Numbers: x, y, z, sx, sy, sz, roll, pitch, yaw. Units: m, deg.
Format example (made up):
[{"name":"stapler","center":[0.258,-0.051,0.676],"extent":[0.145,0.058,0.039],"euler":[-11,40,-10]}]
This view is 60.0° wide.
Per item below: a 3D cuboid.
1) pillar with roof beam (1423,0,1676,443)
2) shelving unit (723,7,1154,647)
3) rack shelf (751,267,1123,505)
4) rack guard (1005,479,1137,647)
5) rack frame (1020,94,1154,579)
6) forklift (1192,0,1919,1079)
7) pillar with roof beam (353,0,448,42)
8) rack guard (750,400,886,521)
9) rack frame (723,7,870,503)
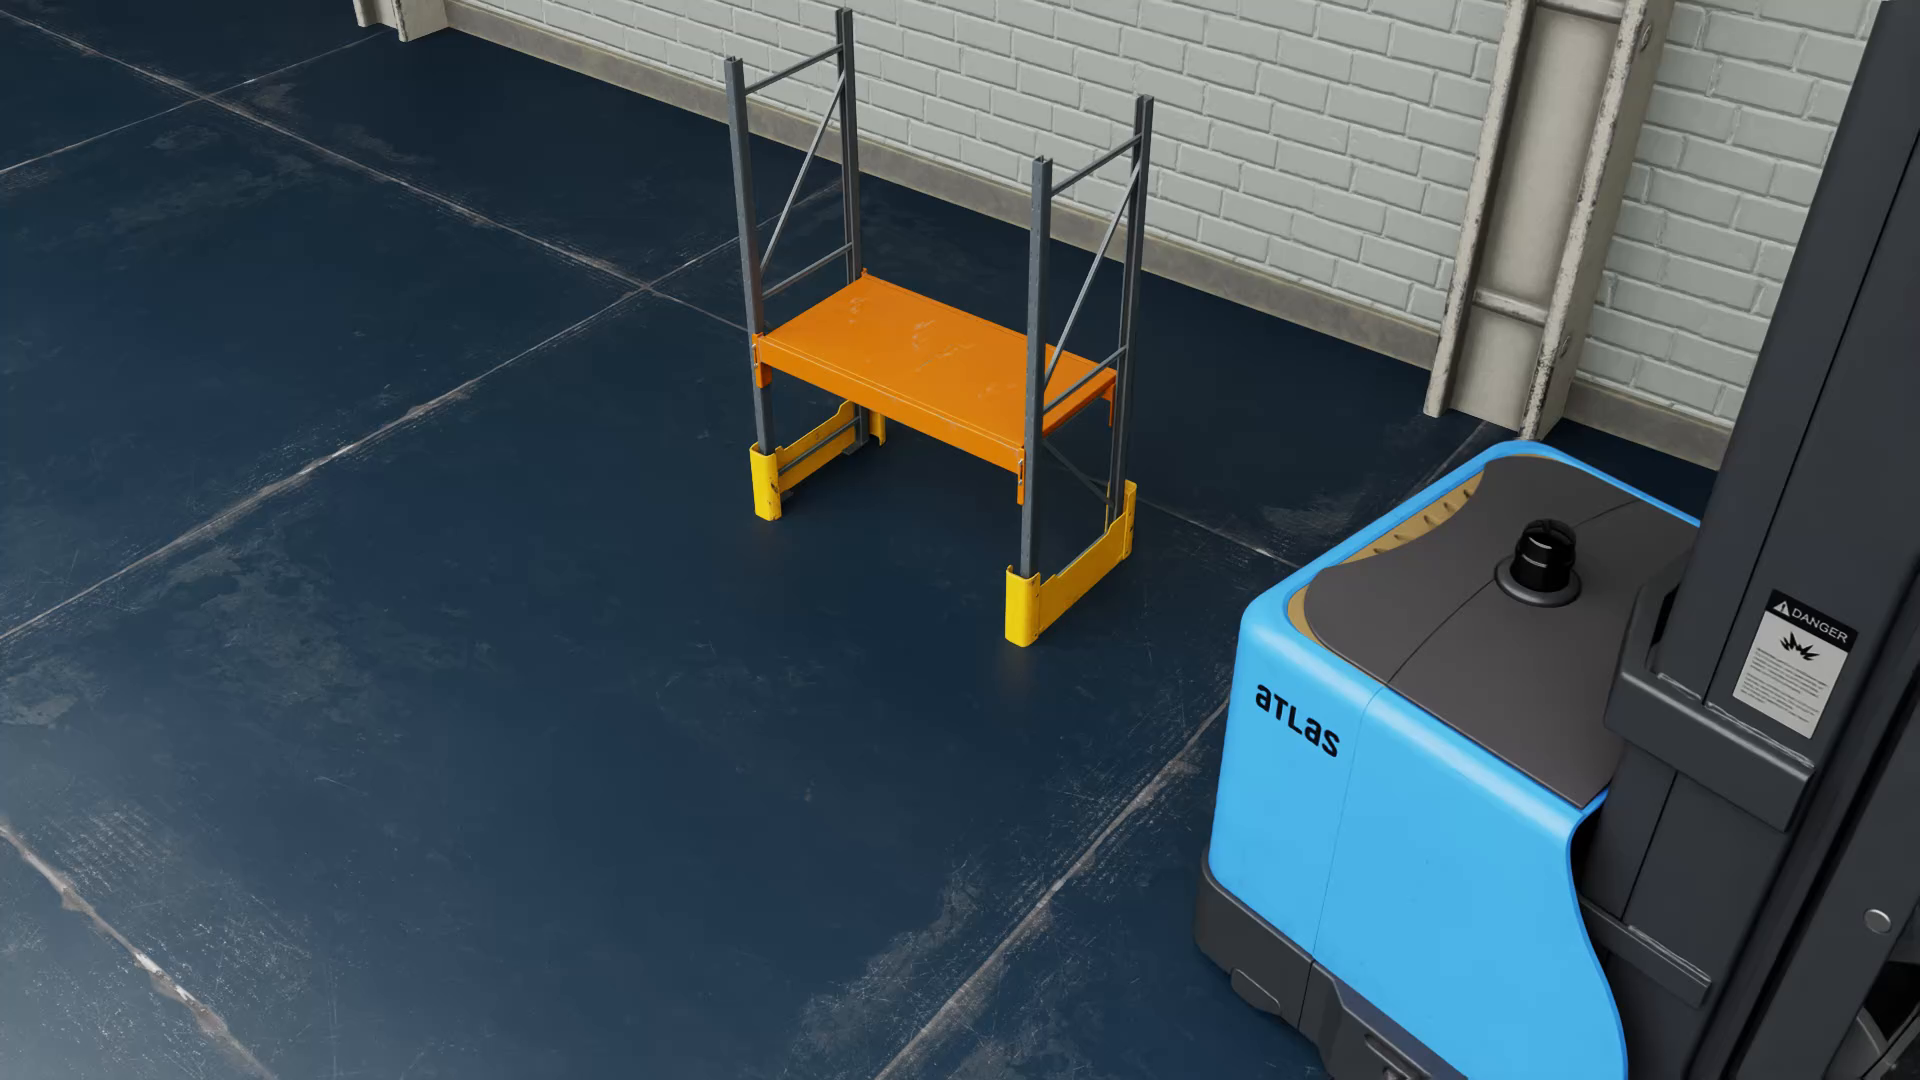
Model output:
[{"name":"pillar with roof beam","center":[-0.746,-1.882,0.354],"extent":[0.400,9.000,9.100],"euler":[25,45,29]},{"name":"shelving unit","center":[-0.061,-0.619,4.824],"extent":[1.083,1.500,0.587],"euler":[25,45,29]},{"name":"rack shelf","center":[-0.068,-0.481,4.939],"extent":[1.000,0.185,0.538],"euler":[25,45,29]},{"name":"rack guard","center":[0.335,0.060,4.971],"extent":[0.087,0.250,0.587],"euler":[25,45,29]},{"name":"rack frame","center":[0.336,-0.432,4.585],"extent":[0.032,1.500,0.500],"euler":[25,45,29]},{"name":"forklift","center":[1.900,0.316,2.469],"extent":[1.130,2.935,3.031],"euler":[-28,46,-31]},{"name":"pillar with roof beam","center":[-5.512,-4.129,3.225],"extent":[0.400,9.000,9.100],"euler":[25,45,29]},{"name":"rack guard","center":[-0.456,-0.313,5.448],"extent":[0.087,0.250,0.587],"euler":[25,45,29]},{"name":"rack frame","center":[-0.472,-0.813,5.072],"extent":[0.032,1.500,0.500],"euler":[25,45,29]}]
